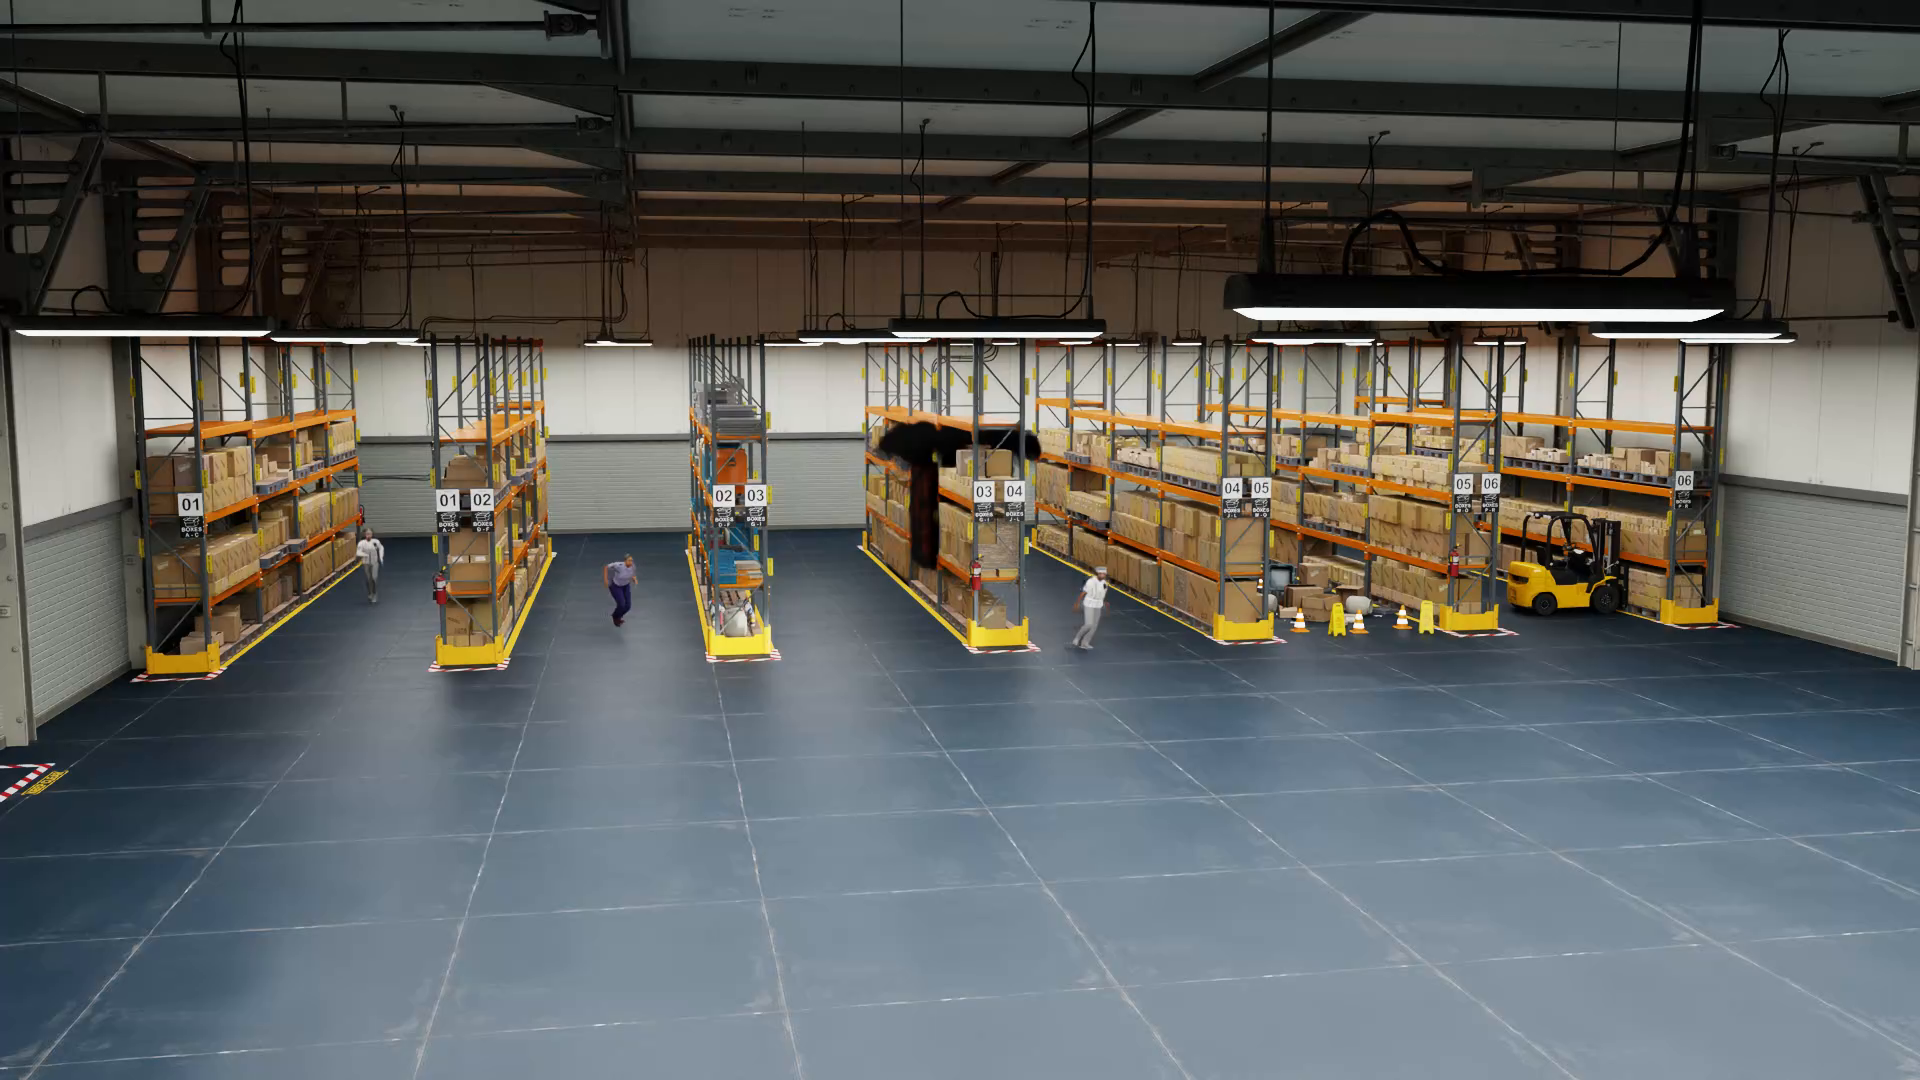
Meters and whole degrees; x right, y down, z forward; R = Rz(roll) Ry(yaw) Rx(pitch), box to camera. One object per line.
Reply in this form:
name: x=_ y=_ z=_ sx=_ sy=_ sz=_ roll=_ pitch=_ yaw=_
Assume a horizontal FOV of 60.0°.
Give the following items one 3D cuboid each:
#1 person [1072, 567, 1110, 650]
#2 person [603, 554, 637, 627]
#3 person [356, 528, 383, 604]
person: x=2.505 y=1.296 z=31.753 sx=0.625 sy=1.617 sz=0.573 roll=-4 pitch=8 yaw=-34
person: x=-6.729 y=1.007 z=32.950 sx=0.645 sy=1.506 sz=0.827 roll=-6 pitch=9 yaw=-41
person: x=-13.364 y=0.580 z=37.672 sx=0.553 sy=1.732 sz=0.790 roll=-2 pitch=7 yaw=-15
